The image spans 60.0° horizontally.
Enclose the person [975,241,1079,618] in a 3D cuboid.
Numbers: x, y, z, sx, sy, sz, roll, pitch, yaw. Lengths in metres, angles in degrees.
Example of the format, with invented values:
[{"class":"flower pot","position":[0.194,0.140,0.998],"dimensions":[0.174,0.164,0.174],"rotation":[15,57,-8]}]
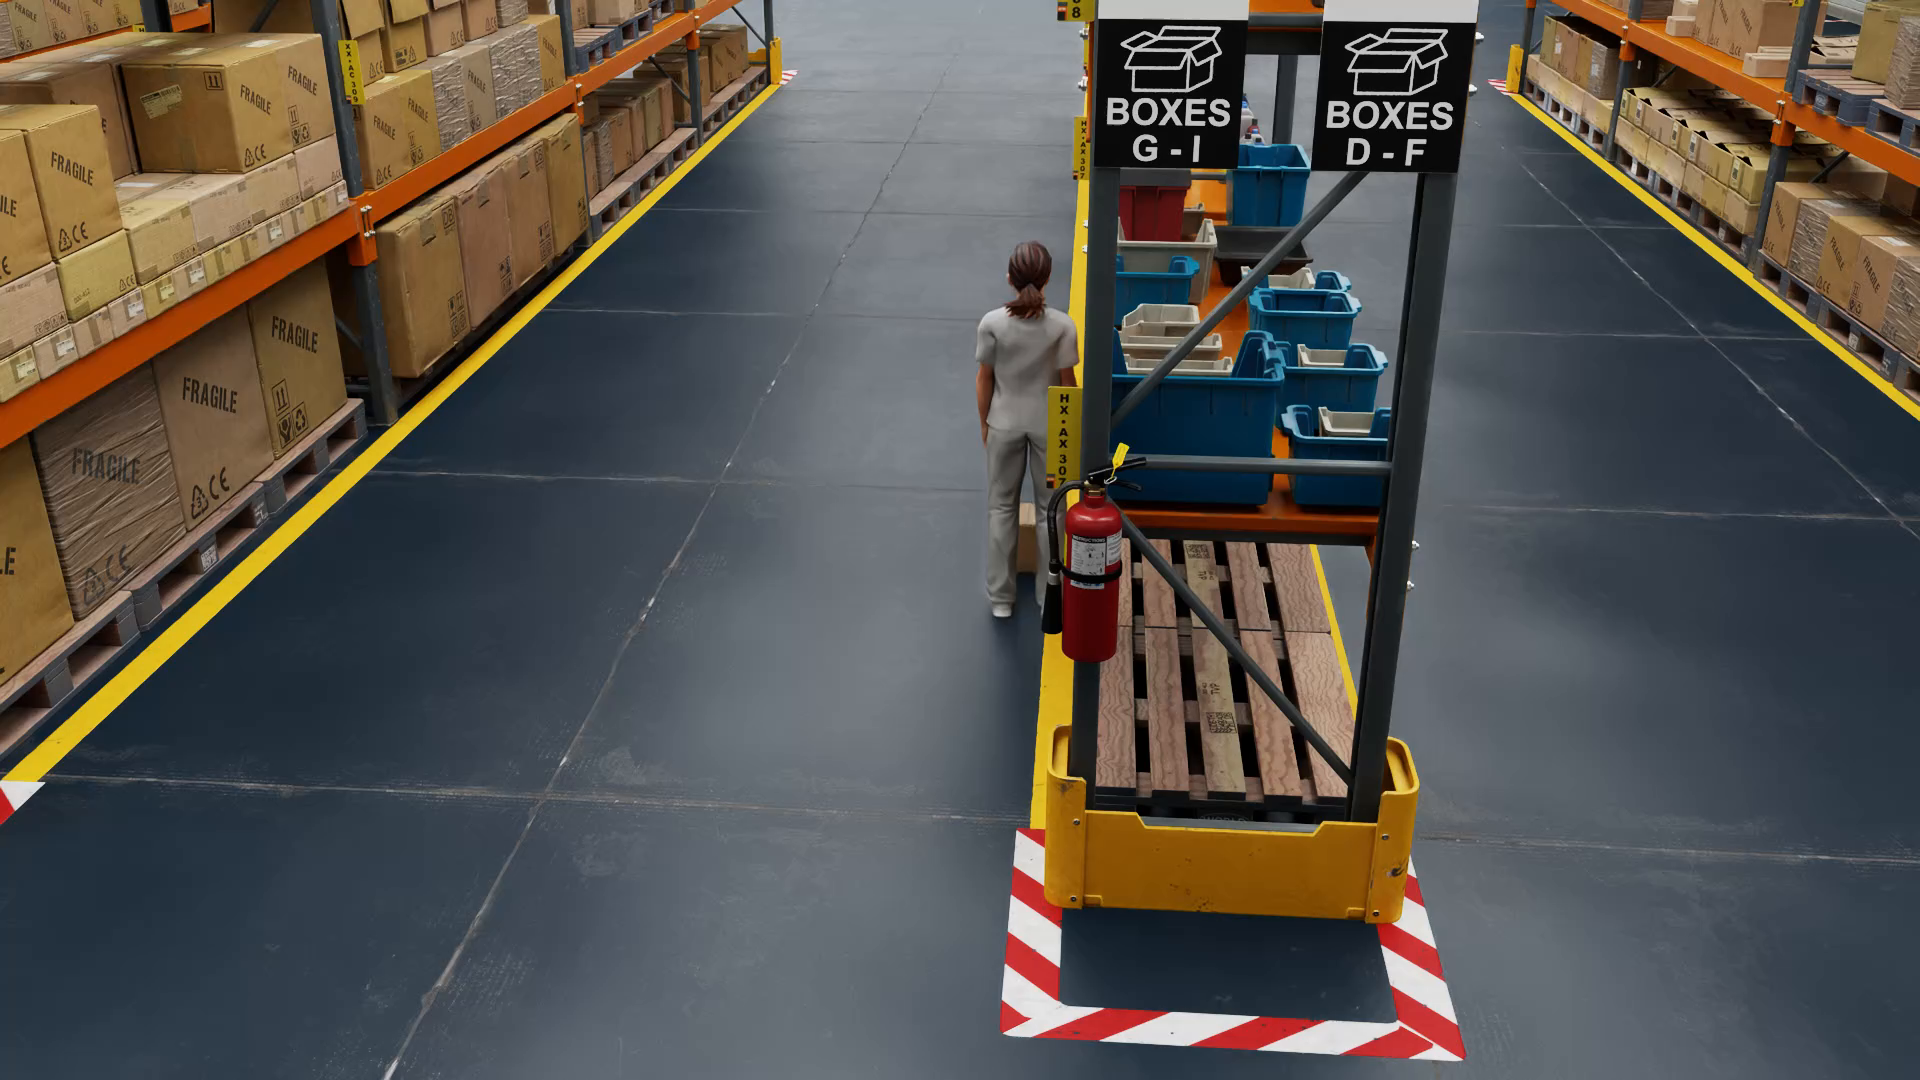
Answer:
[{"class":"person","position":[0.283,-0.334,7.155],"dimensions":[0.436,1.412,0.365],"rotation":[2,25,5]}]
